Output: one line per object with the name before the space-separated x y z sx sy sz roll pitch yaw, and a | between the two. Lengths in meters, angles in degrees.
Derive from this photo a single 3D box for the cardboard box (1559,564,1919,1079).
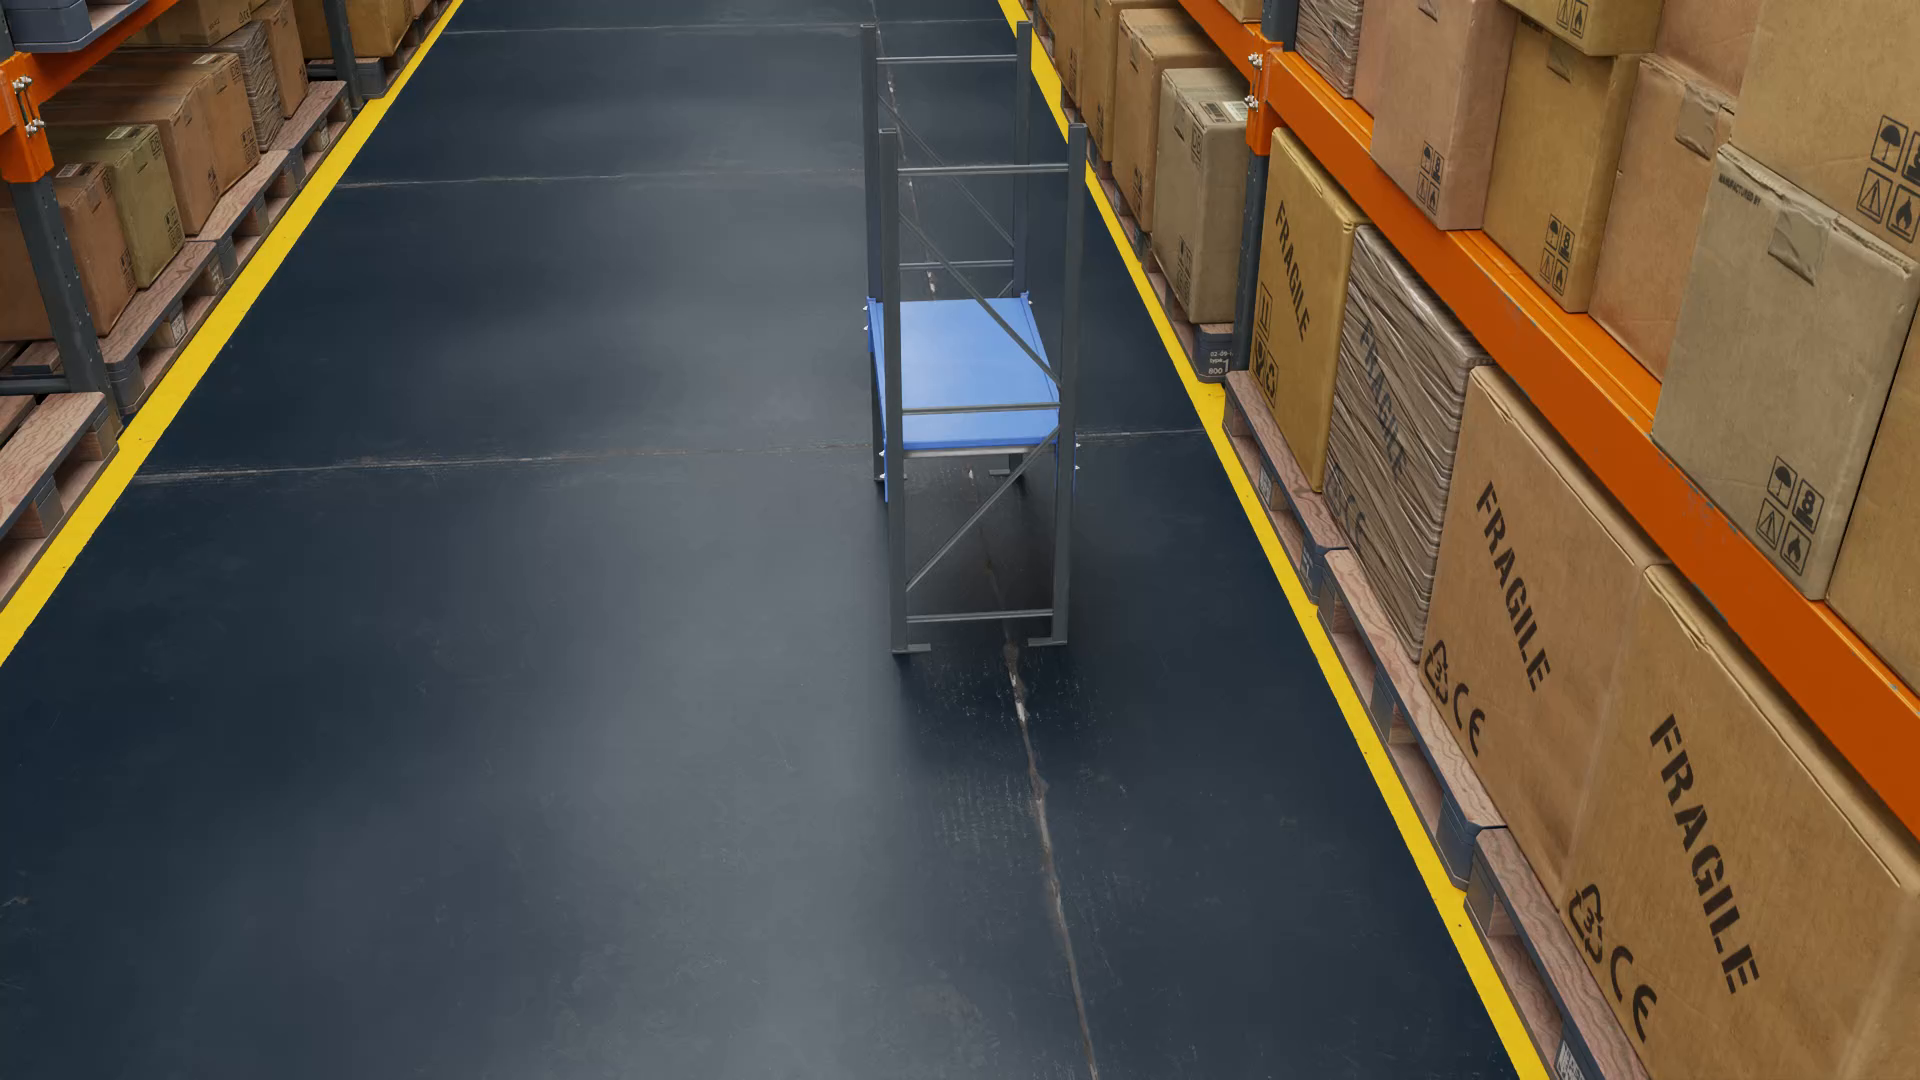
cardboard box | 1.733 0.620 2.949 0.875 0.875 0.875 -3 31 -4

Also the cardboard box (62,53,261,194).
cardboard box | -3.627 -1.870 7.464 0.700 0.500 0.500 0 31 0

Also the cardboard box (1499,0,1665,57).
cardboard box | 1.626 -1.321 3.337 0.875 0.550 0.500 -3 31 -5

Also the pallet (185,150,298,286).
pallet | -3.651 -1.449 7.470 1.003 0.211 1.213 -3 31 -5

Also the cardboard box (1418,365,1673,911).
cardboard box | 1.648 0.171 3.701 0.875 0.875 0.875 -3 31 -5

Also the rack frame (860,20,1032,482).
rack frame | -0.040 -0.860 5.227 0.500 1.500 0.032 -3 31 -5

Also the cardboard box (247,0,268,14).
cardboard box | -3.741 -2.764 8.229 0.500 0.250 0.500 -2 31 -3

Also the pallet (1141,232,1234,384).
pallet | 1.341 -1.004 6.725 1.003 0.211 1.213 -3 31 -5

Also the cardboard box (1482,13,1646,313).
cardboard box | 1.691 -0.860 3.619 0.875 0.550 0.500 -3 31 -5

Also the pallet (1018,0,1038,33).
pallet | 0.932 -3.676 11.199 1.003 0.211 1.213 -3 31 -5

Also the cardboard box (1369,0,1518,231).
cardboard box | 1.542 -1.126 4.064 0.875 0.550 0.550 -3 31 -5

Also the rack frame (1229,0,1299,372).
rack frame | 1.488 -1.811 5.356 1.000 3.000 0.127 -3 31 -5

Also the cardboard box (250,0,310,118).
cardboard box | -3.751 -2.441 8.421 0.700 0.500 0.500 -4 31 -7

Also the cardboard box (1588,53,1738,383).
cardboard box | 1.782 -0.592 3.169 0.875 0.550 0.550 -3 31 -5

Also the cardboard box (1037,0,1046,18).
cardboard box | 0.748 -3.549 10.294 0.500 0.500 0.500 -2 31 -3

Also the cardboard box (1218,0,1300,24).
cardboard box | 1.173 -2.107 5.755 0.500 0.500 0.500 -3 31 -5

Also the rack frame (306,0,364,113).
rack frame | -3.833 -3.667 8.464 1.000 3.000 0.127 -3 31 -5

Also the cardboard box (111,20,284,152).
cardboard box | -3.686 -2.159 7.948 0.700 0.500 0.500 -5 31 -9

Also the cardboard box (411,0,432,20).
cardboard box | -3.953 -3.744 10.255 1.225 0.875 0.875 -3 31 -4

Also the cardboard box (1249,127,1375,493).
cardboard box | 1.477 -0.754 5.250 0.875 0.875 0.875 -2 31 -4

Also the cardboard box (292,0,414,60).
cardboard box | -3.877 -3.288 9.492 1.225 0.875 0.875 -4 31 -7

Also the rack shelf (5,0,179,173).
rack shelf | -3.647 -2.337 6.939 1.077 0.370 4.000 -3 31 -5

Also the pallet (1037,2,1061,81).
pallet | 1.043 -3.055 10.158 1.003 0.211 1.213 -3 31 -5

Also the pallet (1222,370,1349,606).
pallet | 1.481 -0.222 5.415 1.003 0.211 1.213 -3 31 -5

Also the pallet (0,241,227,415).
pallet | -3.534 -0.825 6.425 1.003 0.211 1.213 -3 31 -5

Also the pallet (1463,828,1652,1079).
pallet | 1.709 1.024 3.329 1.003 0.211 1.213 -3 31 -5

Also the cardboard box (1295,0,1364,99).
cardboard box | 1.534 -1.687 5.003 0.875 0.550 0.550 -3 31 -5

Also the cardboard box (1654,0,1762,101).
cardboard box | 1.805 -1.057 2.894 0.875 0.550 0.550 -3 31 -5

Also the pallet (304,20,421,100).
pallet | -3.832 -2.876 9.859 1.003 0.211 1.213 -3 31 -5

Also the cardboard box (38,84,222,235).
cardboard box | -3.574 -1.585 6.987 0.700 0.500 0.500 -5 31 -9

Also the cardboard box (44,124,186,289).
cardboard box | -3.521 -1.299 6.509 0.700 0.500 0.500 -3 31 -5

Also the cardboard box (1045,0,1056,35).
cardboard box | 0.793 -3.283 9.850 0.500 0.500 0.500 -3 31 -5

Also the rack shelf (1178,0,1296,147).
rack shelf | 1.301 -2.523 7.250 1.077 0.370 4.000 -3 31 -5

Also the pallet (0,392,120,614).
pallet | -3.362 -0.086 5.189 1.003 0.211 1.213 -3 31 -5

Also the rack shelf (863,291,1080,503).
rack shelf | 0.008 -0.446 4.885 0.538 0.185 1.000 -3 31 -5

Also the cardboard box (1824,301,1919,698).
cardboard box | 1.782 -0.020 2.212 0.875 0.550 0.550 -3 31 -5

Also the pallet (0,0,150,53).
pallet | -3.386 -1.939 5.759 1.003 0.211 1.213 -3 31 -5

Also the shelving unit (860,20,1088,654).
shelving unit | 0.008 -0.600 4.792 0.538 1.500 1.048 -3 31 -5

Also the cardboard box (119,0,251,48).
cardboard box | -3.681 -2.494 7.777 0.500 0.250 0.500 1 31 1

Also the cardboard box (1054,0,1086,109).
cardboard box | 1.082 -2.752 8.717 1.050 0.750 0.750 -3 31 -5

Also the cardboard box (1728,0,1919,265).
cardboard box | 1.722 -0.764 2.405 0.875 0.550 0.550 -3 31 -5

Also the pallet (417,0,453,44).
pallet | -3.943 -3.497 10.899 1.003 0.211 1.213 -3 31 -5

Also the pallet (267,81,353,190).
pallet | -3.762 -2.071 8.511 1.003 0.211 1.213 -3 31 -5

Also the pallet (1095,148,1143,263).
pallet | 1.224 -1.628 7.770 1.003 0.211 1.213 -3 31 -5

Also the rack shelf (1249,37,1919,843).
rack shelf | 1.675 -0.481 3.831 1.077 0.370 4.000 -3 31 -5

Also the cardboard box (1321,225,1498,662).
cardboard box | 1.565 -0.294 4.480 0.875 0.875 0.875 -3 31 -4

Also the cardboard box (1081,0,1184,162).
cardboard box | 1.167 -2.306 7.970 1.050 0.750 0.750 -2 31 -4

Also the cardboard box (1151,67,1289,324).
cardboard box | 1.340 -1.338 6.349 1.050 0.750 0.750 -3 31 -5

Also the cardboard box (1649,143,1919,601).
cardboard box | 1.709 -0.300 2.681 0.875 0.550 0.550 -3 31 -5

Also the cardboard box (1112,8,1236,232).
cardboard box | 1.254 -1.830 7.174 1.050 0.750 0.750 -3 31 -5

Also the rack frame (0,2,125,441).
rack frame | -3.460 -1.625 5.045 1.000 3.000 0.127 -3 31 -5

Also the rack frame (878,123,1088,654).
rack frame | 0.055 -0.341 4.358 0.500 1.500 0.032 -3 31 -5

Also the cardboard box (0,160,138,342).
cardboard box | -3.496 -1.055 6.099 0.700 0.500 0.500 -5 31 -8

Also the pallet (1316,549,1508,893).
pallet | 1.598 0.403 4.370 1.003 0.211 1.213 -3 31 -5

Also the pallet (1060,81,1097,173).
pallet | 1.113 -2.250 8.810 1.003 0.211 1.213 -3 31 -5

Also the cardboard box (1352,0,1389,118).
cardboard box | 1.608 -1.408 4.535 0.875 0.550 0.550 -3 31 -5

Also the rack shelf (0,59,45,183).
rack shelf | -3.273 -0.295 3.520 1.077 0.370 4.000 -3 31 -5
